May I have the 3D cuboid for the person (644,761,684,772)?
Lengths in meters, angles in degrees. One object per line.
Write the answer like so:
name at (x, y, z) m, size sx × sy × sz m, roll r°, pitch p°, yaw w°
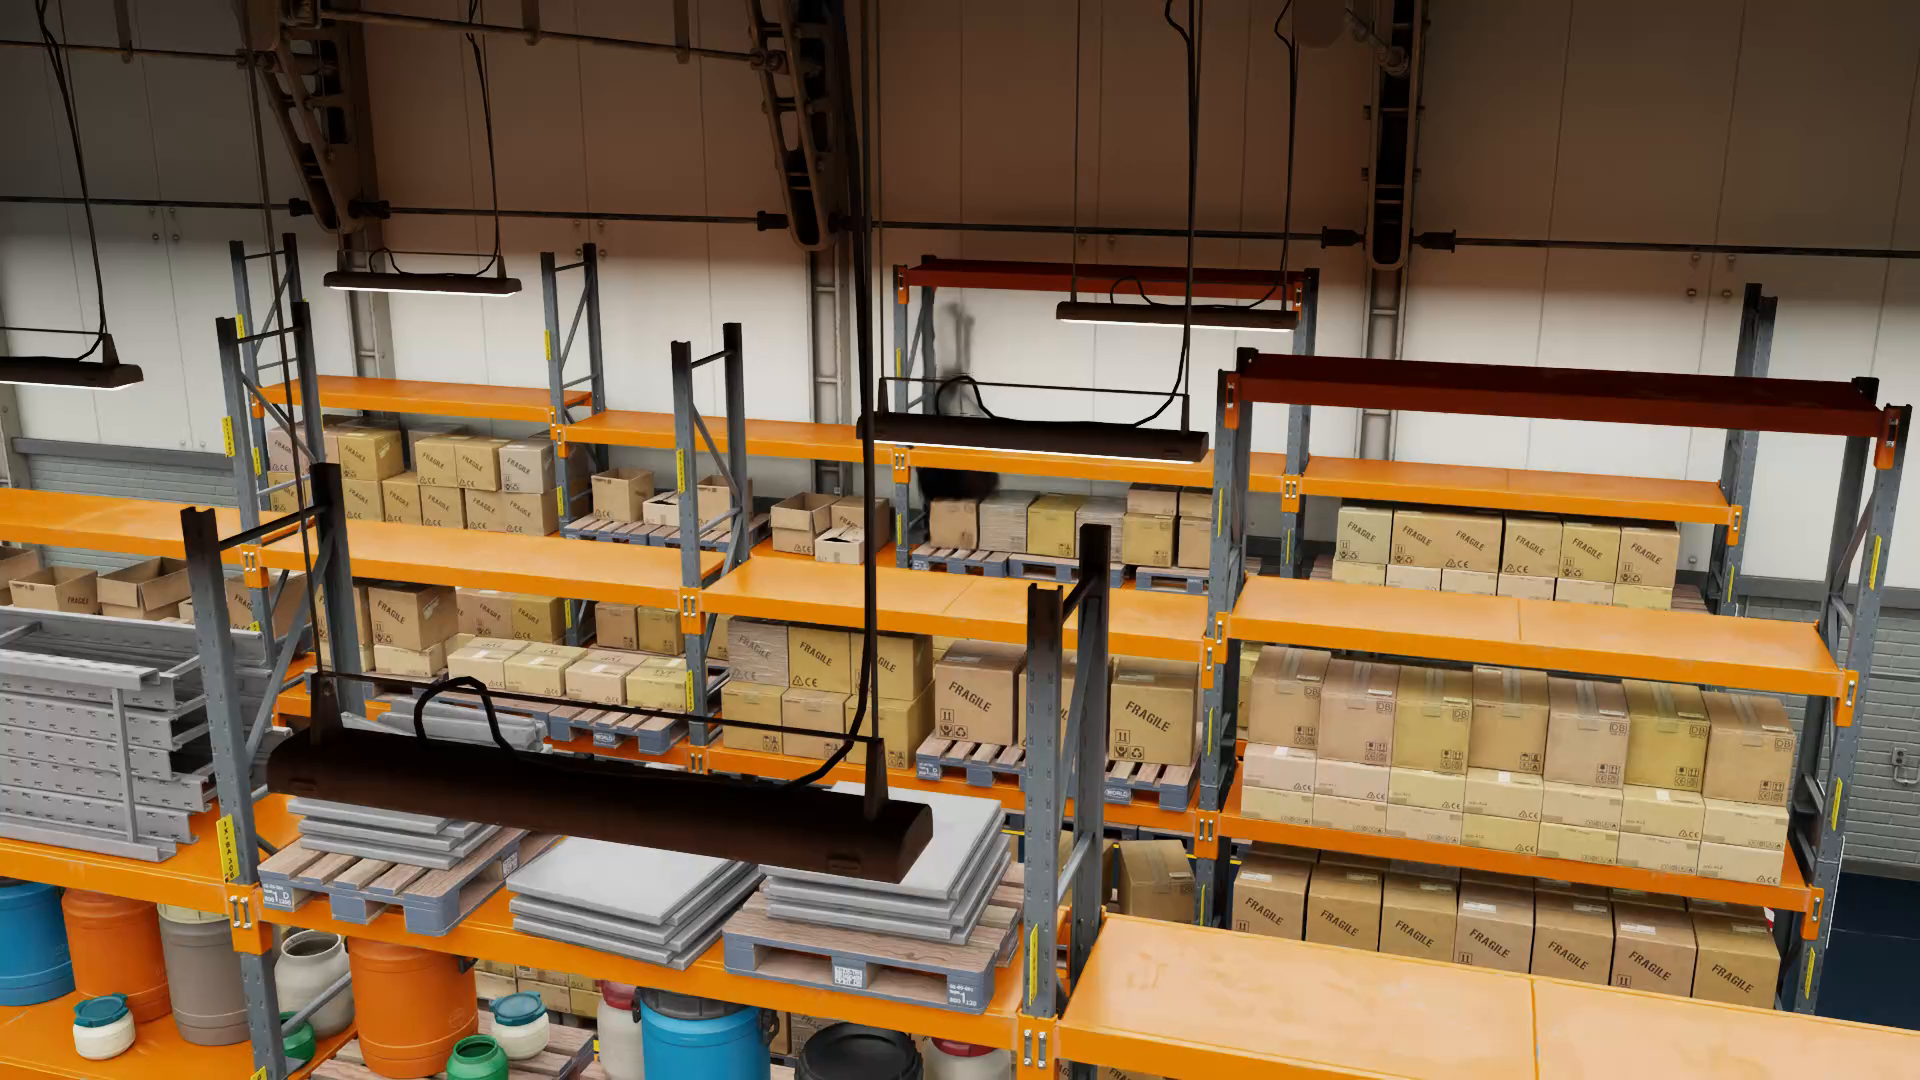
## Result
person at (-2.858, 2.719, 16.521) m, size 0.745 × 1.605 × 0.557 m, roll 4°, pitch 16°, yaw 13°
